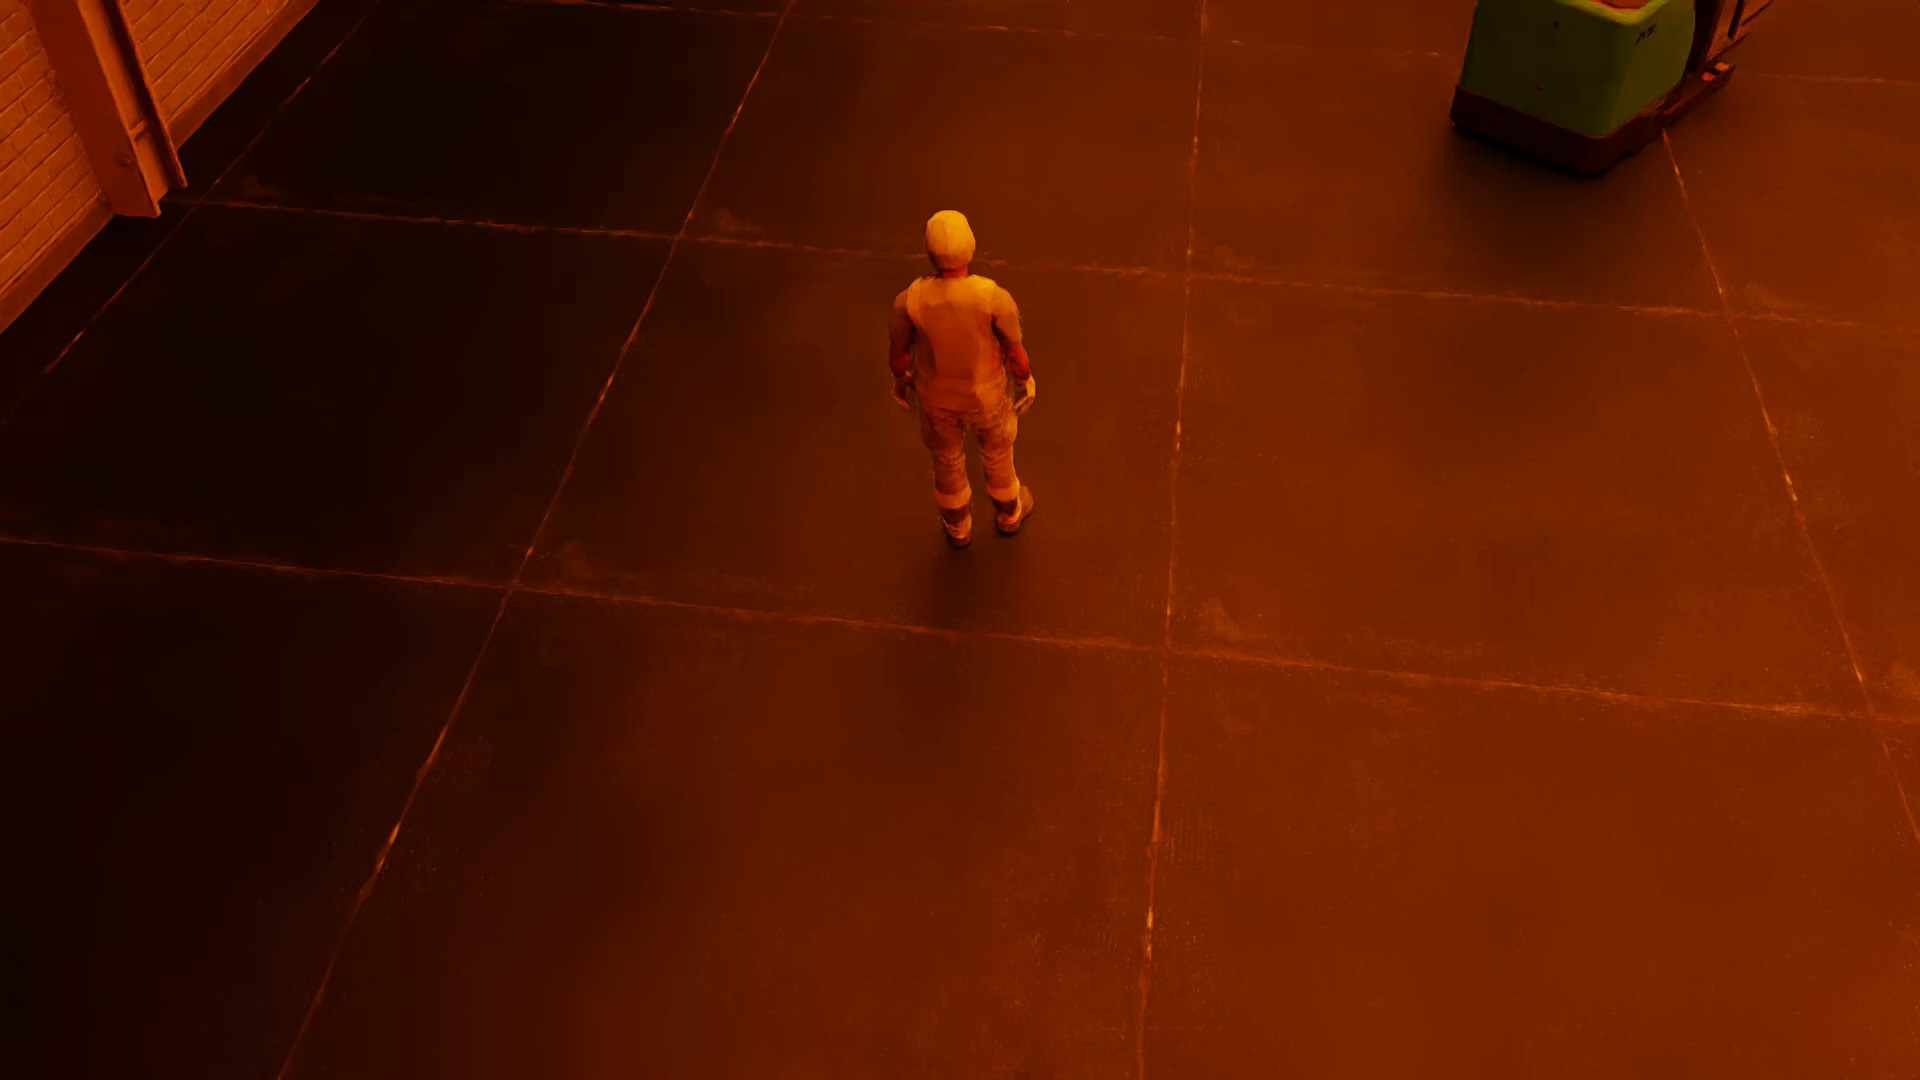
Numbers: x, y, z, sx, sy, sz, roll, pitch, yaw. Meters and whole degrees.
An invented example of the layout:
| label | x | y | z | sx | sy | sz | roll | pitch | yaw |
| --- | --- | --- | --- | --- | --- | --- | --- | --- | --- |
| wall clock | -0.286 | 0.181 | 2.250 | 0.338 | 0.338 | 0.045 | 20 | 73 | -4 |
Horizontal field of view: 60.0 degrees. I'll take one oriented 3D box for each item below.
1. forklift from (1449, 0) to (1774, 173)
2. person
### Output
| label | x | y | z | sx | sy | sz | roll | pitch | yaw |
| --- | --- | --- | --- | --- | --- | --- | --- | --- | --- |
| forklift | 4.551 | -4.243 | 10.343 | 1.130 | 2.935 | 3.031 | 33 | 52 | 31 |
| person | 0.021 | -0.717 | 7.338 | 0.637 | 1.787 | 0.563 | 5 | 43 | 6 |
